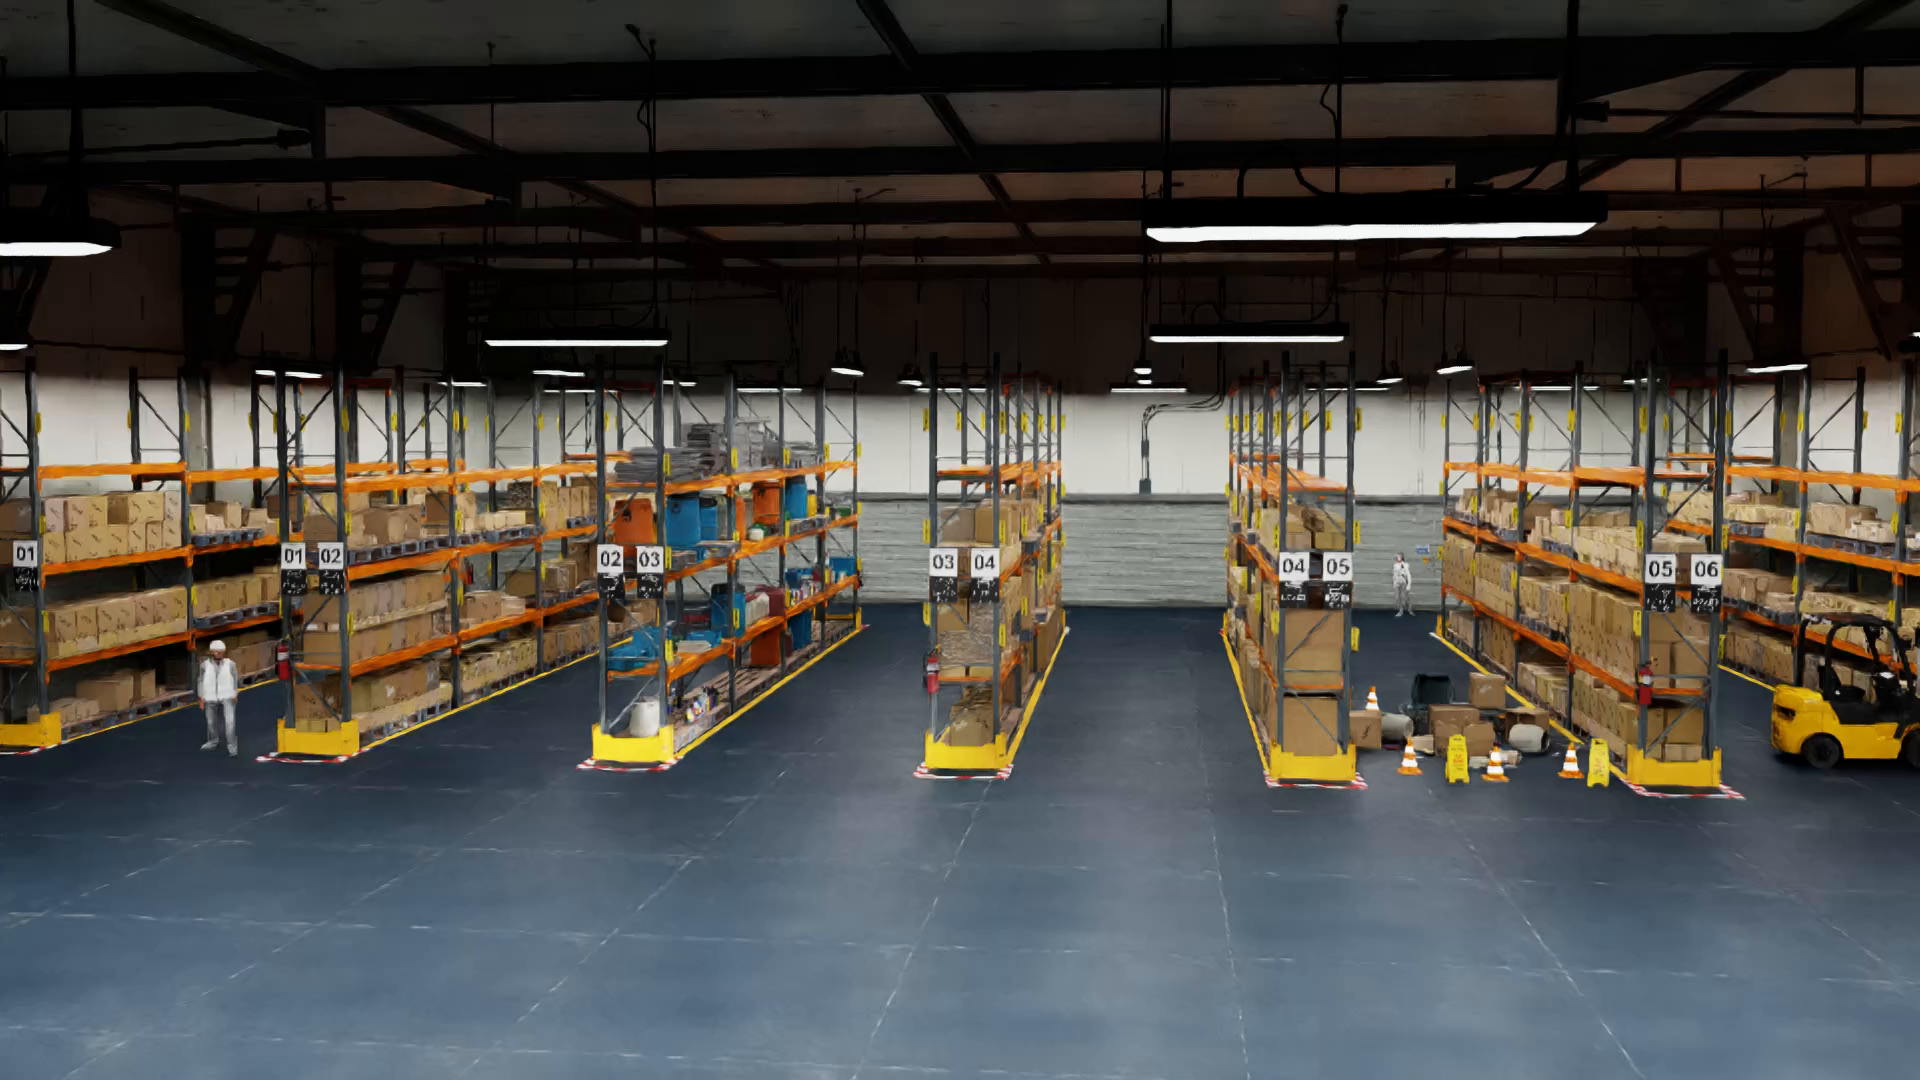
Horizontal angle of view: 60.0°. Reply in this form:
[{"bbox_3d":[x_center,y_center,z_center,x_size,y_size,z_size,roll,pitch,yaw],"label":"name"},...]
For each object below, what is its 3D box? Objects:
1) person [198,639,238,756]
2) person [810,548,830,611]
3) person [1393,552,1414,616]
[{"bbox_3d":[-11.170,2.361,25.035,0.595,1.744,0.924,-1,4,-17],"label":"person"},{"bbox_3d":[-3.652,1.061,43.249,0.589,1.777,0.577,-2,5,-28],"label":"person"},{"bbox_3d":[11.488,1.129,43.106,0.522,1.662,0.545,4,5,43],"label":"person"}]
